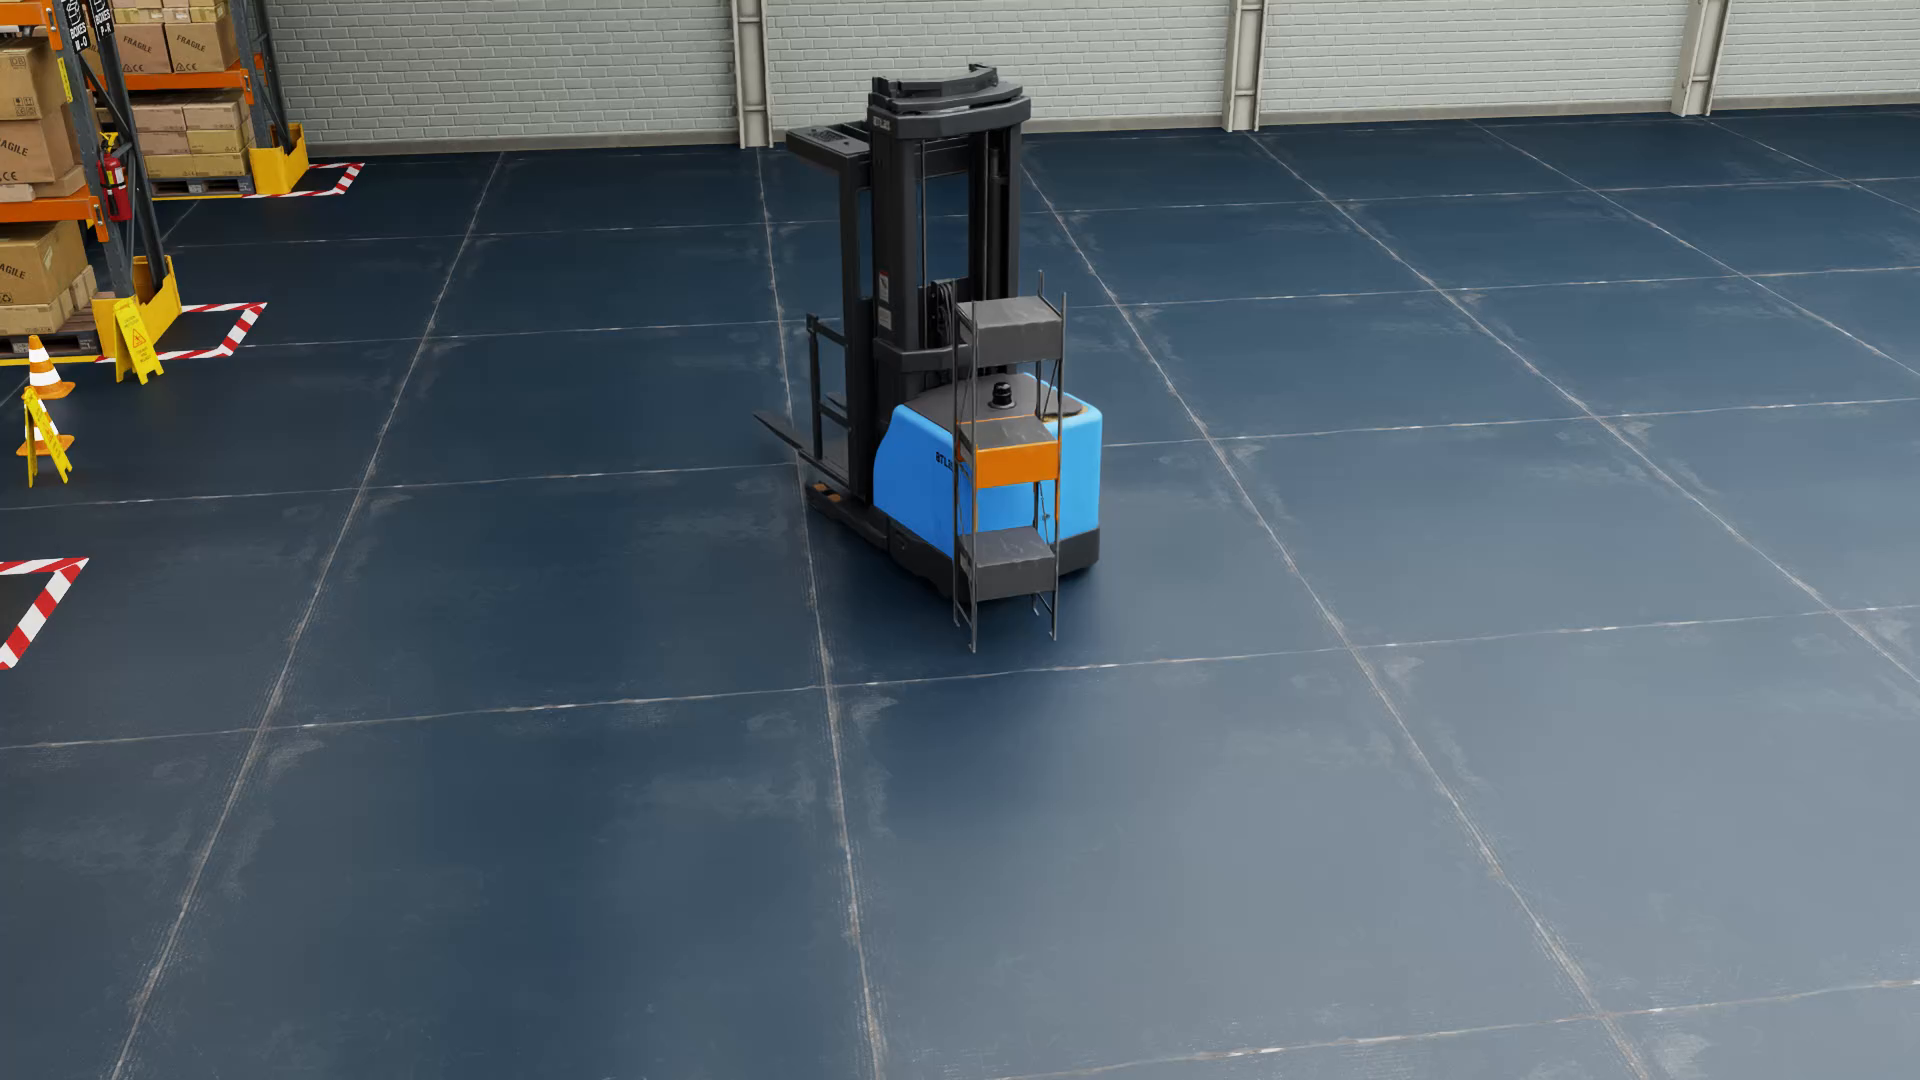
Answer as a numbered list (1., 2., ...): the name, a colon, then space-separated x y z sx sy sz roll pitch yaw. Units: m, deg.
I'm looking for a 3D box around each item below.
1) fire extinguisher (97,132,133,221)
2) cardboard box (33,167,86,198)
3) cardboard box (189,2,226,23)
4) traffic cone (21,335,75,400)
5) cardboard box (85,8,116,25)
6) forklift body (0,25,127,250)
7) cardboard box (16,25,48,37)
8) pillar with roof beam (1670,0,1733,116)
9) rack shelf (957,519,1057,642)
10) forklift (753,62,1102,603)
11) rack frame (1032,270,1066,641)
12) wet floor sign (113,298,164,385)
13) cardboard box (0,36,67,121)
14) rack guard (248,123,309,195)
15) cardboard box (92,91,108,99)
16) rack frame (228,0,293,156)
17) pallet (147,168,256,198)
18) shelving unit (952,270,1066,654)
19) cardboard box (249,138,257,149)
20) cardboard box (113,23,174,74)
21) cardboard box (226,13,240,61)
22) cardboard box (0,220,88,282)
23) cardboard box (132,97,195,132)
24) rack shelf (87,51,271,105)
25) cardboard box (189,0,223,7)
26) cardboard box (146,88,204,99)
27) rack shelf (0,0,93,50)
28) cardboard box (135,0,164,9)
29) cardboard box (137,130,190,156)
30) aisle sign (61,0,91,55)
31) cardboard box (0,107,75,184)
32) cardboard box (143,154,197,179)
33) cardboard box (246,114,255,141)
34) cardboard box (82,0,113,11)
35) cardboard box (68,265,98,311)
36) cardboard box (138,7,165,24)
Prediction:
1. fire extinguisher: -6.704 -2.868 13.138 0.183 0.674 0.296 -4 27 -7
2. cardboard box: -7.222 -2.871 13.335 0.250 0.149 0.380 -3 27 -5
3. cardboard box: -7.881 -5.531 17.424 0.250 0.149 0.380 -3 27 -6
4. traffic cone: -7.128 -1.364 12.902 0.334 0.463 0.336 -4 27 -7
5. cardboard box: -8.901 -5.464 17.293 0.250 0.149 0.380 -5 28 -9
6. forklift body: -9.201 -4.024 16.237 1.214 2.155 2.313 -4 27 -7
7. cardboard box: -9.546 -5.143 17.378 0.500 0.500 0.500 -3 27 -7
8. pillar with roof beam: 10.032 -7.578 15.662 0.400 9.000 9.100 -4 27 -7
9. rack shelf: 0.258 0.229 9.565 0.480 0.518 0.431 -8 28 -14
10. forklift: -0.378 -1.552 10.565 1.130 2.935 3.031 -17 32 -30
11. rack frame: 0.491 -0.437 9.300 0.015 2.100 0.400 -8 28 -14
12. wet floor sign: -6.545 -1.584 13.131 0.232 0.644 0.267 6 28 11
13. cardboard box: -7.357 -3.594 12.938 0.500 0.500 0.700 -4 27 -8
14. rack guard: -7.553 -4.236 18.459 0.348 0.500 1.175 -4 27 -7
15. cardboard box: -9.579 -4.720 18.121 0.500 0.250 0.500 -4 27 -8
16. rack frame: -7.577 -5.347 17.885 0.127 3.000 1.000 -4 27 -7
17. pallet: -8.328 -4.039 18.390 1.213 0.211 1.003 -4 27 -7
18. shelving unit: 0.257 -0.405 9.239 0.503 2.100 0.431 -8 28 -14
19. cardboard box: -8.091 -4.368 18.528 0.500 0.250 0.500 -4 27 -7
20. cardboard box: -8.543 -5.213 17.514 0.500 0.500 0.500 -3 27 -5
21. cardboard box: -8.106 -5.486 18.046 0.500 0.500 0.500 -3 27 -5
22. cardboard box: -7.743 -2.472 14.013 0.500 0.500 0.500 -5 28 -9
23. cardboard box: -8.494 -4.550 17.788 0.500 0.250 0.500 -3 27 -6
24. rack shelf: -9.557 -4.900 17.801 4.000 0.370 1.077 -4 27 -7
25. cardboard box: -7.902 -5.694 17.416 0.250 0.149 0.380 -4 27 -7
26. cardboard box: -8.574 -4.777 18.231 0.500 0.250 0.500 -4 27 -7
27. rack shelf: -8.862 -3.991 12.744 4.000 0.370 1.077 -4 27 -7
28. cardboard box: -8.398 -5.636 17.302 0.250 0.149 0.380 -3 27 -6
29. cardboard box: -8.514 -4.334 17.914 0.500 0.250 0.500 -4 27 -8
30. aisle sign: -6.780 -4.133 12.671 0.004 0.787 0.394 -4 27 -7
31. cardboard box: -7.381 -3.121 13.112 0.500 0.500 0.500 -4 27 -8
32. cardboard box: -8.492 -4.110 18.027 0.500 0.250 0.500 -4 27 -7
33. cardboard box: -8.072 -4.597 18.428 0.500 0.250 0.500 -3 27 -6
34. cardboard box: -8.897 -5.587 17.207 0.250 0.149 0.380 -3 27 -6
35. cardboard box: -7.719 -2.141 14.188 0.500 0.250 0.500 -4 27 -8
36. cardboard box: -8.396 -5.513 17.388 0.250 0.149 0.380 -3 27 -6
